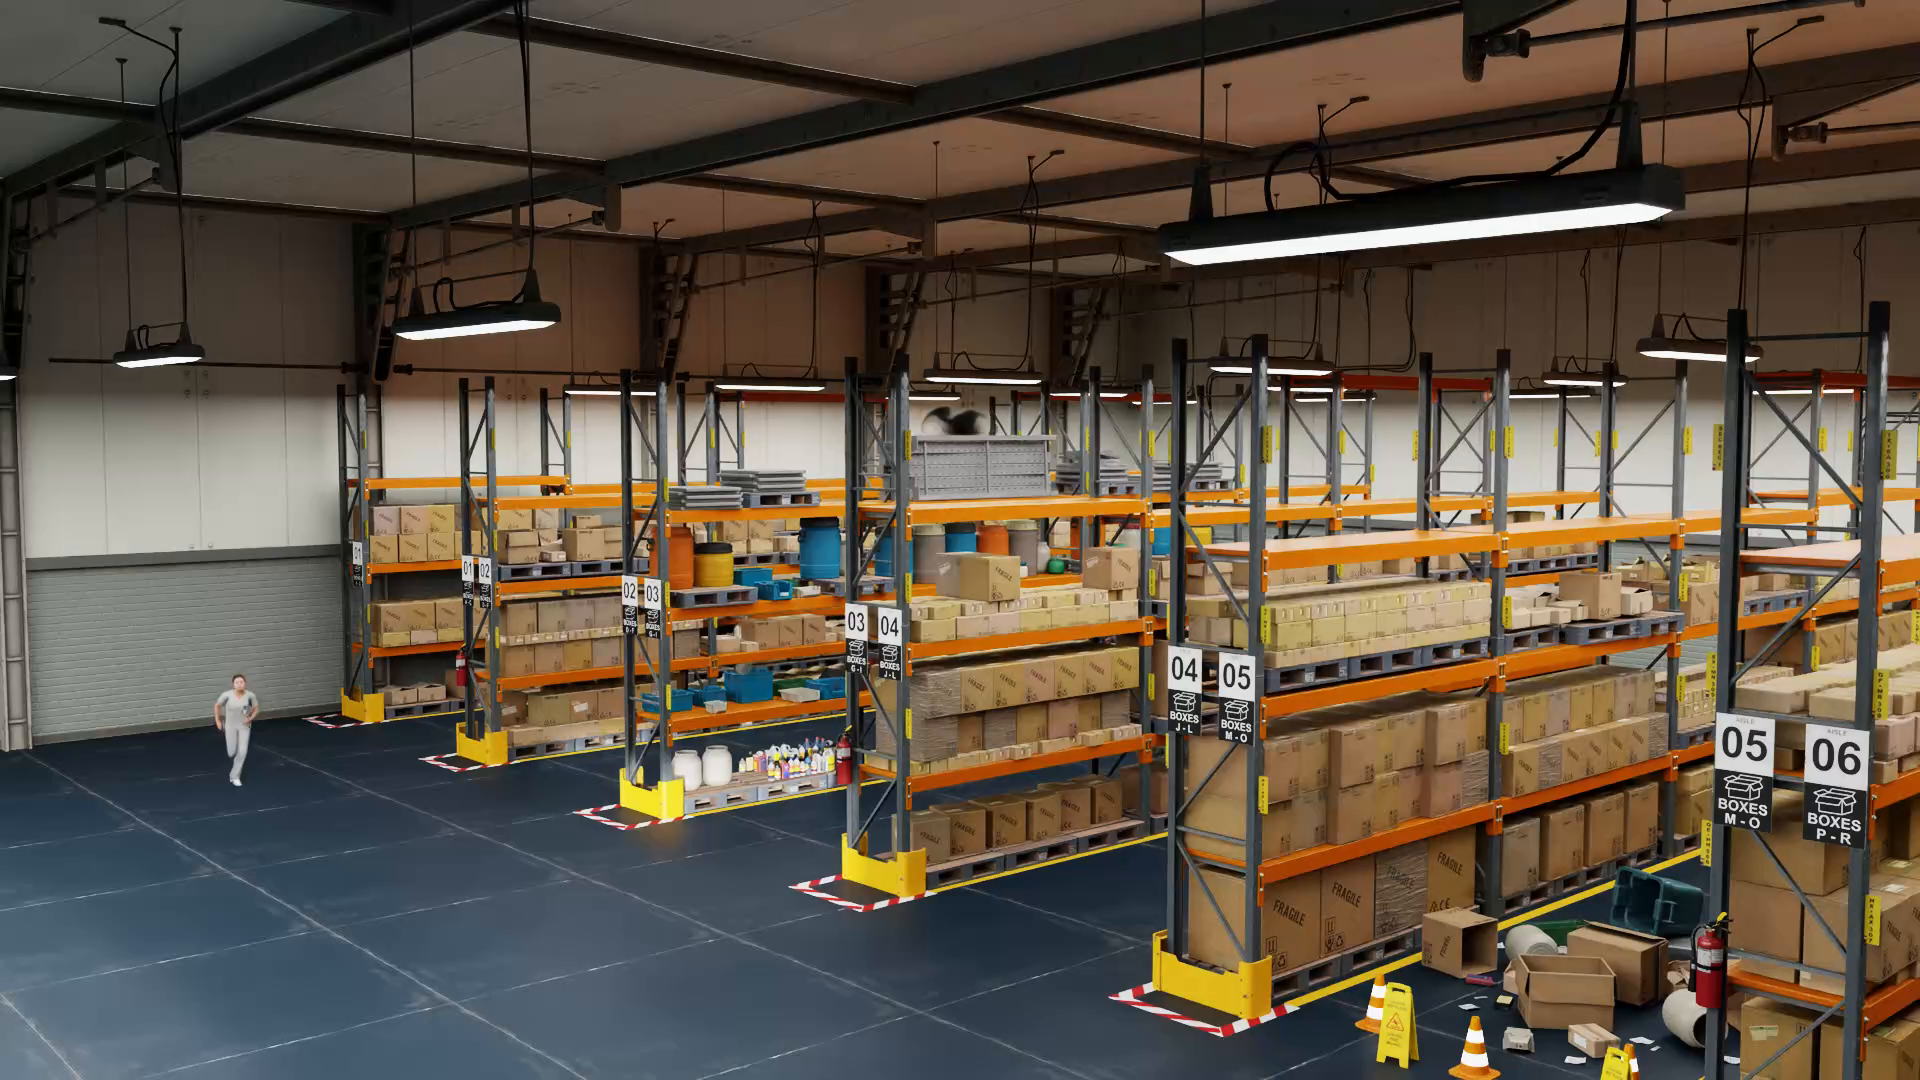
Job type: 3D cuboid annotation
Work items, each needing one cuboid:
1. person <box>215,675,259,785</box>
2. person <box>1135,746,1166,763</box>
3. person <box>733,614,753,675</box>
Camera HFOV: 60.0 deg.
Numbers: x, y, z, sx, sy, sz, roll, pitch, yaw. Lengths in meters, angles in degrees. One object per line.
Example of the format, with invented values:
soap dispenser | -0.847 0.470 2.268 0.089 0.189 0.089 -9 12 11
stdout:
person | -10.618 2.773 24.434 0.597 1.622 0.670 -2 4 -24
person | 2.826 2.760 24.517 0.743 1.669 0.636 -4 5 -44
person | -4.158 2.213 31.695 0.660 1.743 0.584 3 5 40
